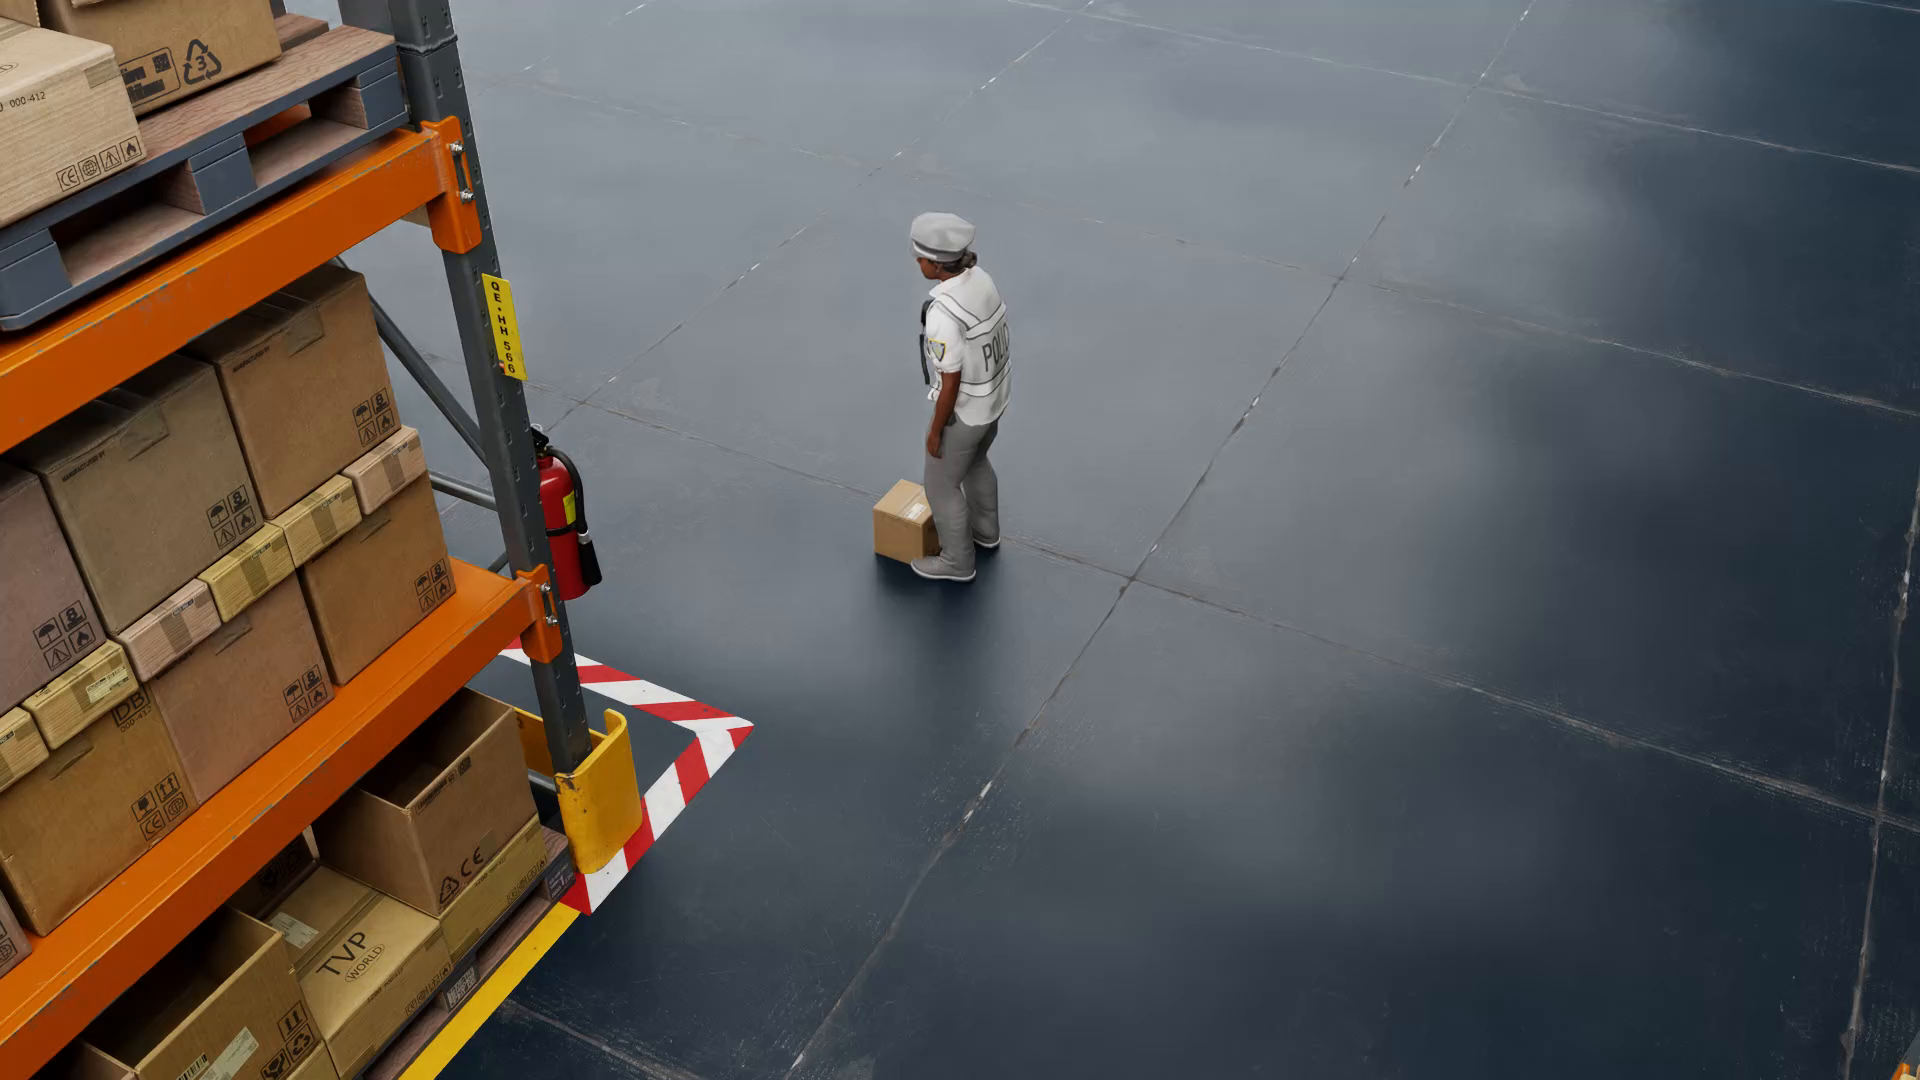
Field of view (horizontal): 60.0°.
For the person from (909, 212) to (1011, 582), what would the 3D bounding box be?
[{"bbox_3d":[0.003,-0.565,6.872,0.395,1.658,0.523,15,41,19],"label":"person"}]
